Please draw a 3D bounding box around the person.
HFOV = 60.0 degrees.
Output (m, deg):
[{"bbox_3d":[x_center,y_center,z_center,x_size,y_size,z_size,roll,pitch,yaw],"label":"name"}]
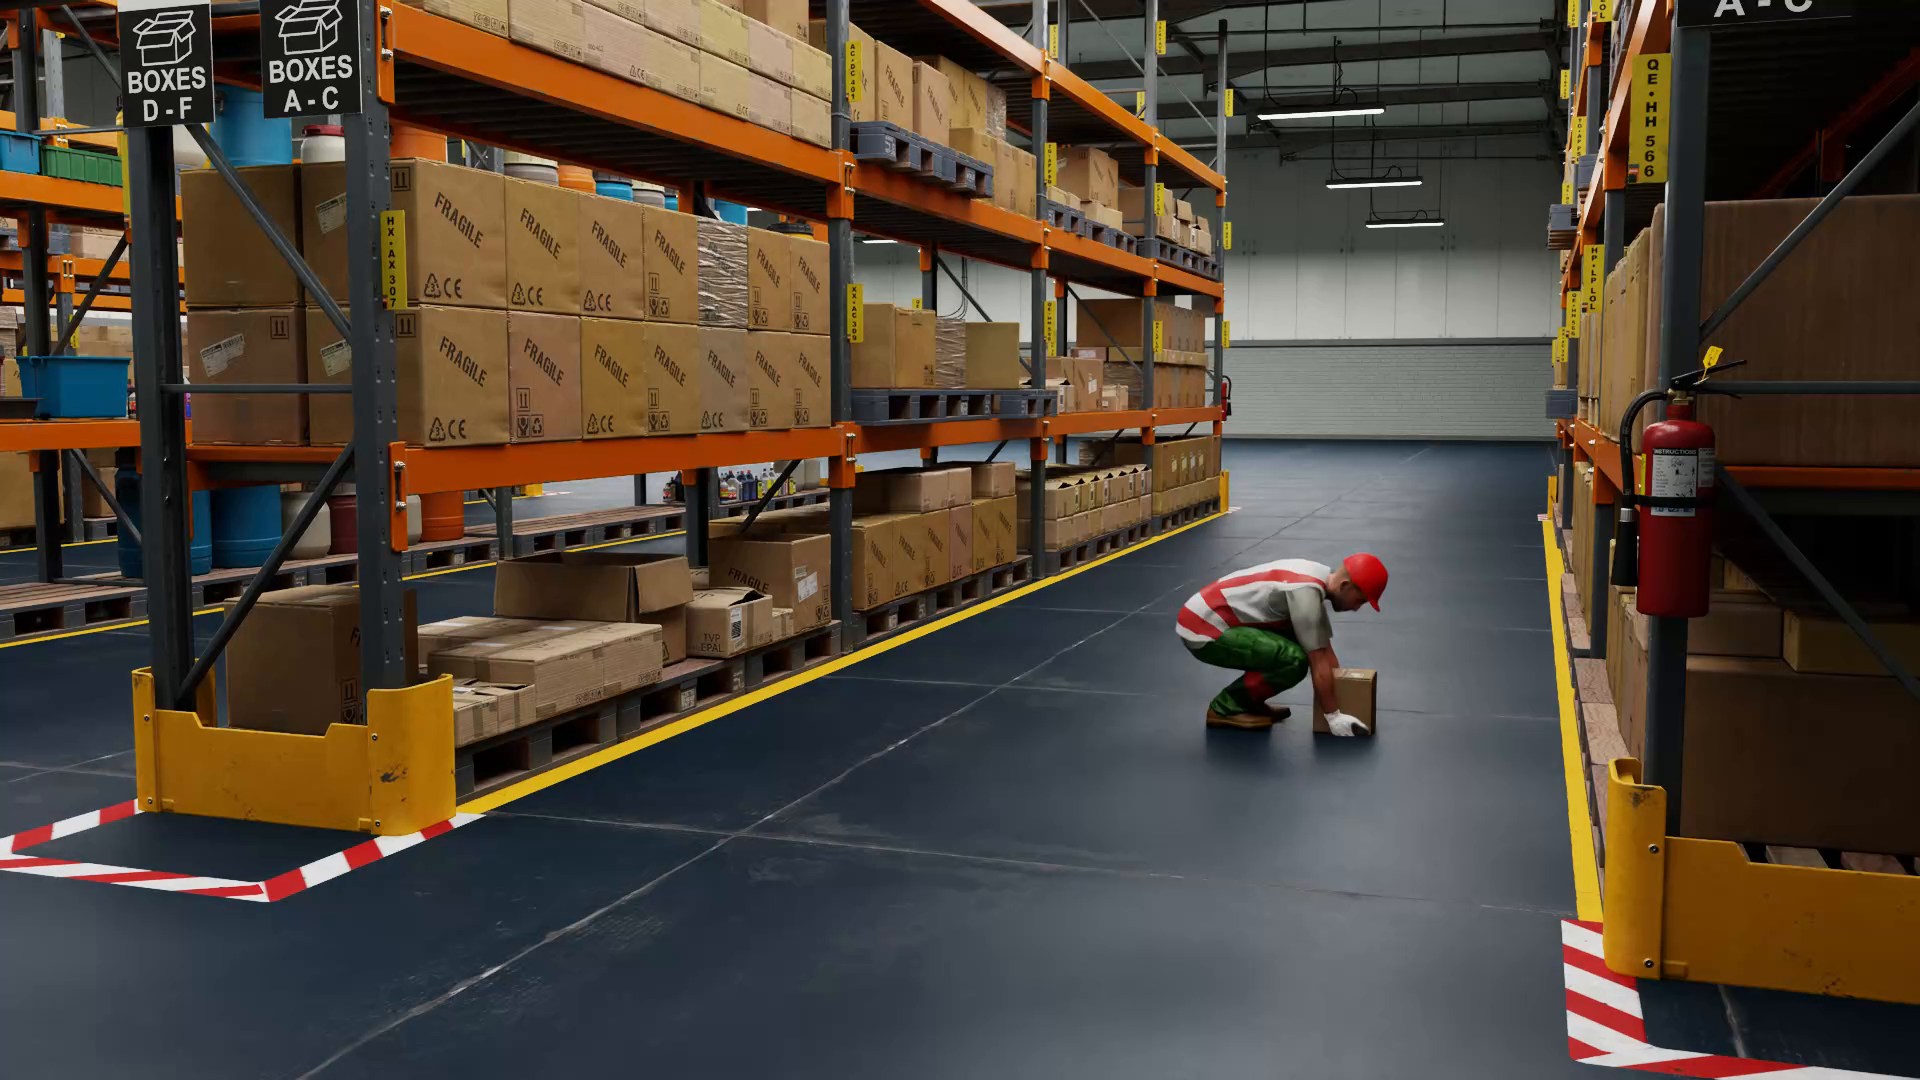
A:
[{"bbox_3d":[1.441,0.489,7.488,0.923,0.878,0.545,2,5,18],"label":"person"}]
